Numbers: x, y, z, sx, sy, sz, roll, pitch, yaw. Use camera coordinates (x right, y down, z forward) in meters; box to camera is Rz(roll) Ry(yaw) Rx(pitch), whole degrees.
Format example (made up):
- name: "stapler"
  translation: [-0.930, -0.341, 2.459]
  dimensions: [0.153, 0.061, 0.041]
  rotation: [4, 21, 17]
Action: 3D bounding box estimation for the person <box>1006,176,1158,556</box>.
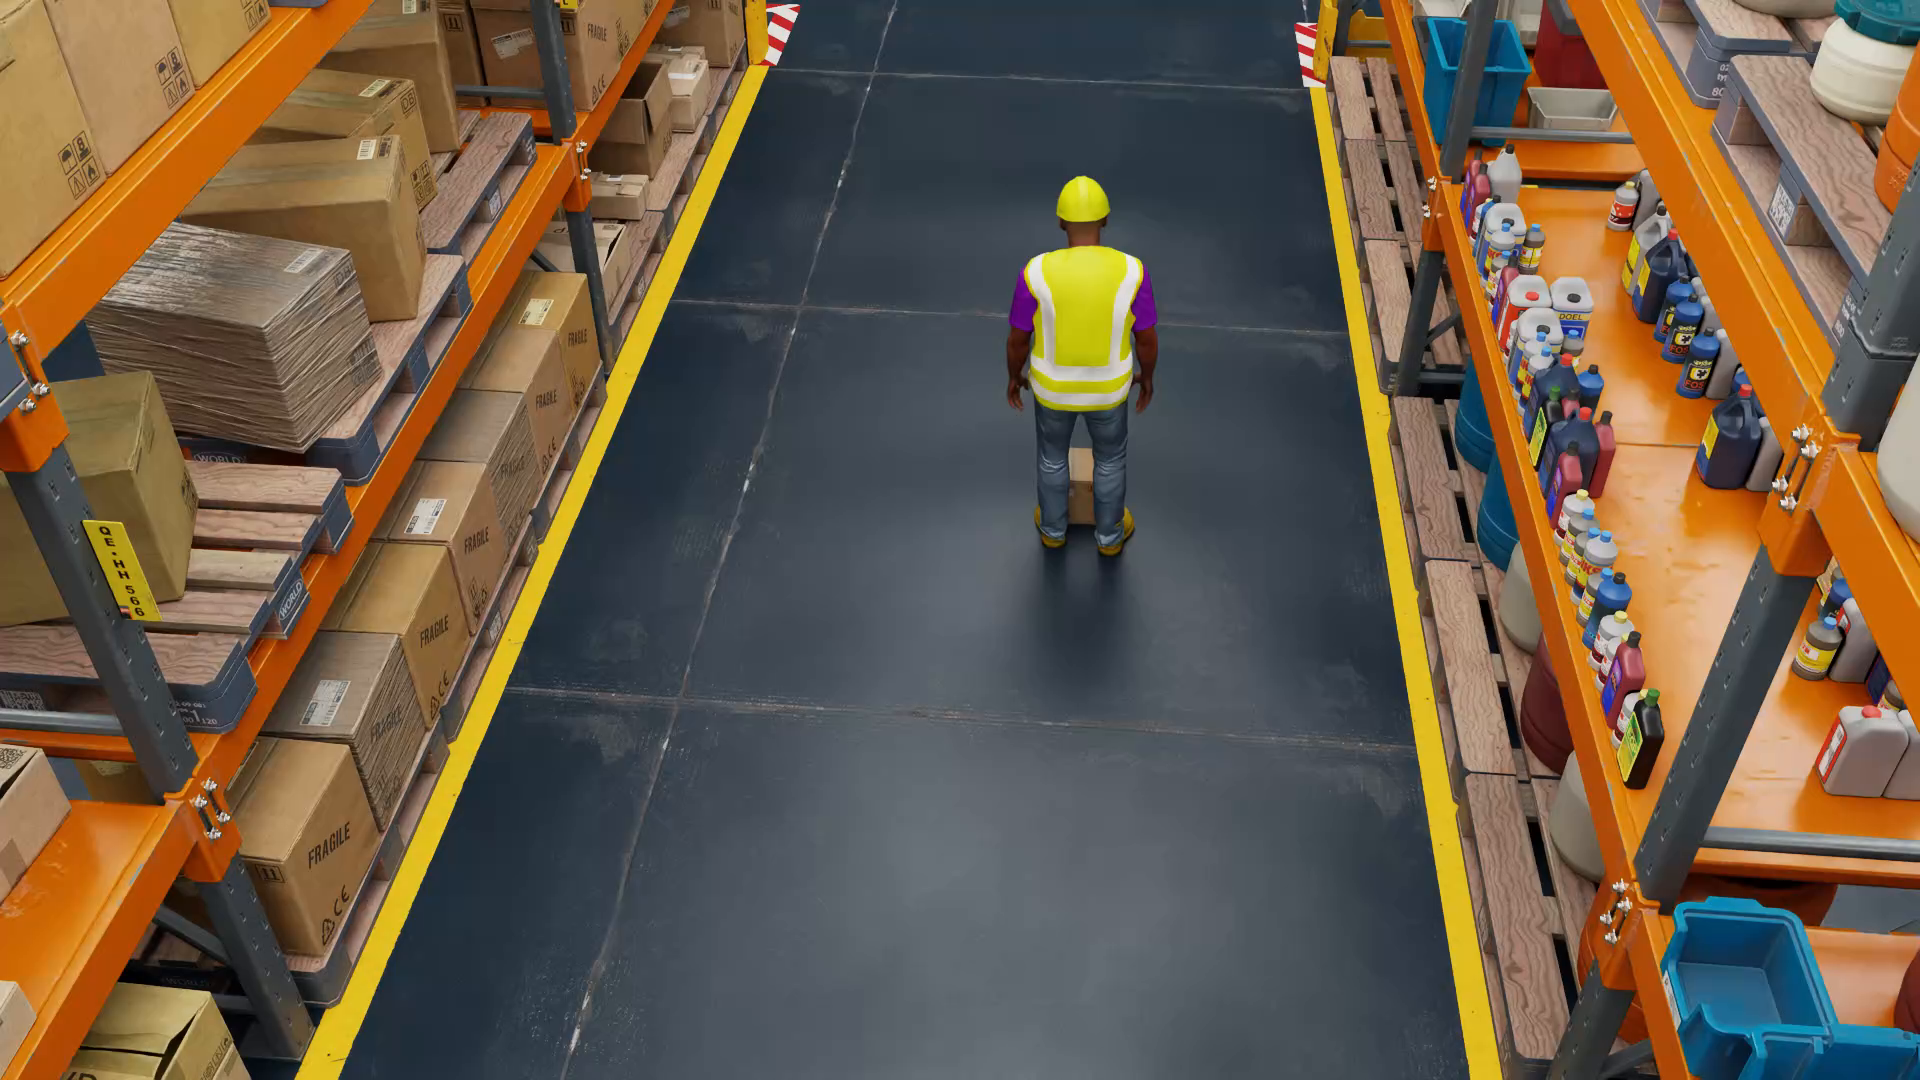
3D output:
- name: "person"
  translation: [0.503, -0.681, 6.960]
  dimensions: [0.623, 1.759, 0.462]
  rotation: [2, 40, 2]
